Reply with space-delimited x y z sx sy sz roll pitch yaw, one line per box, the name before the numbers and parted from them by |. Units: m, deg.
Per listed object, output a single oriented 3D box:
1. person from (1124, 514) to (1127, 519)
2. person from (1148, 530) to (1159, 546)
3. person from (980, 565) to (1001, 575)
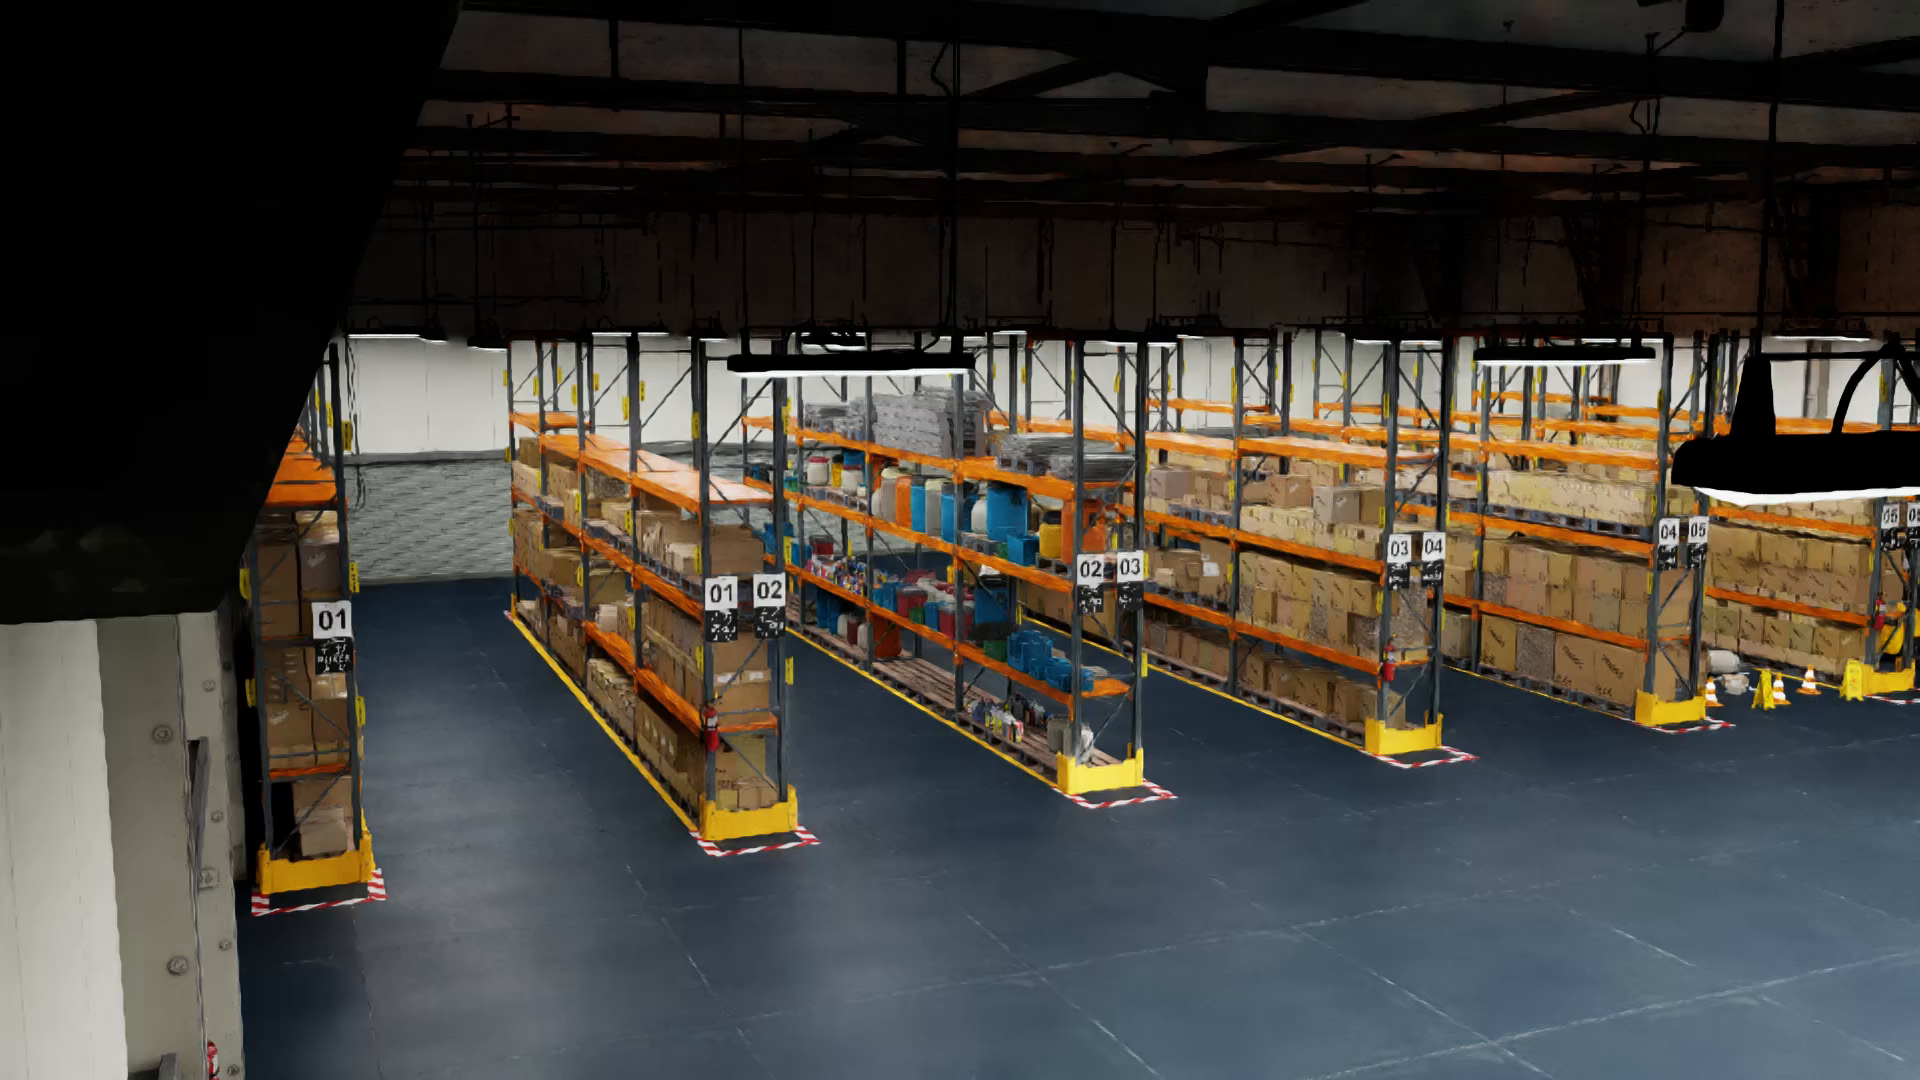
person | 3.818 0.185 38.765 0.494 1.748 0.644 -4 9 -27
person | 4.966 -0.187 41.922 0.507 1.656 0.587 5 9 34
person | 0.621 0.957 33.629 0.495 1.589 1.086 -3 8 -20
